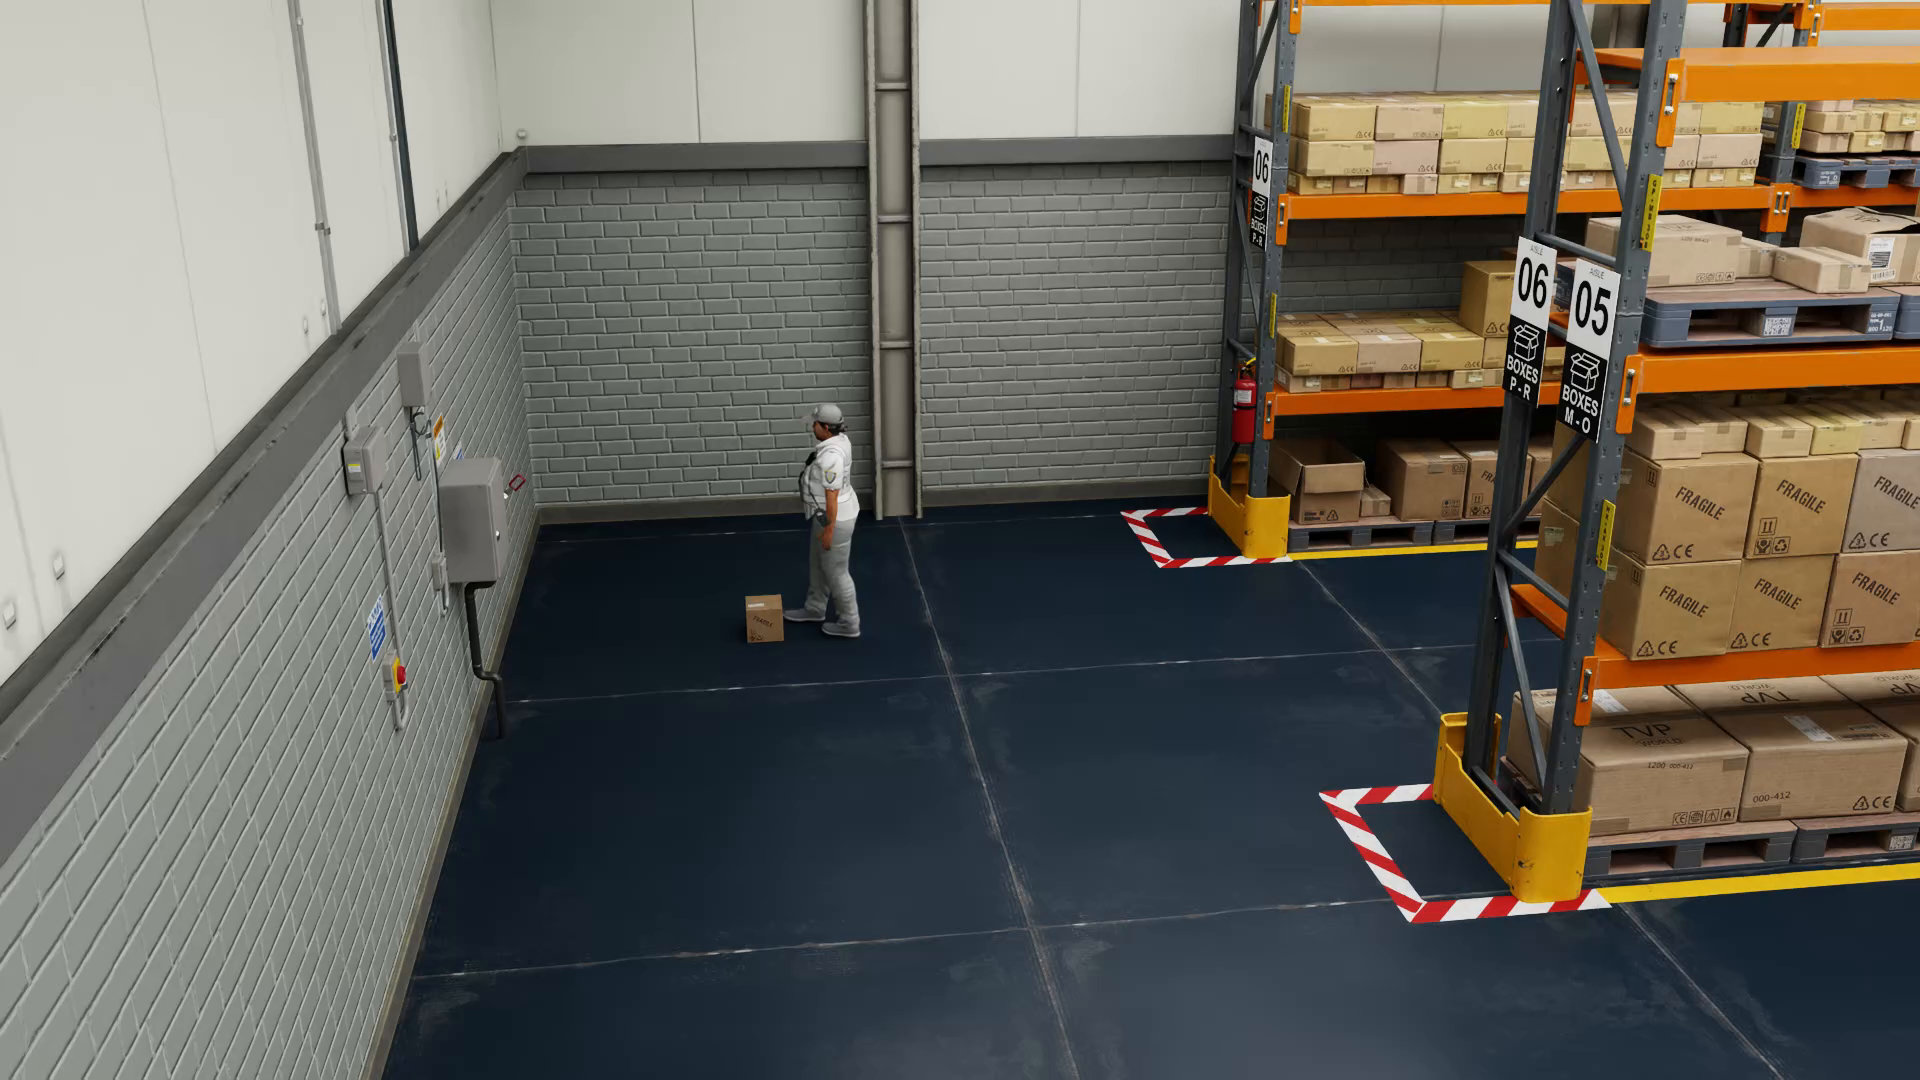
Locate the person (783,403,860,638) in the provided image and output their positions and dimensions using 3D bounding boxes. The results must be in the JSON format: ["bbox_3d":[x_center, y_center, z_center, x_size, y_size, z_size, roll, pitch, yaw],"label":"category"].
[{"bbox_3d":[-0.982,-0.143,11.452,0.584,1.657,0.481,1,20,3],"label":"person"}]
